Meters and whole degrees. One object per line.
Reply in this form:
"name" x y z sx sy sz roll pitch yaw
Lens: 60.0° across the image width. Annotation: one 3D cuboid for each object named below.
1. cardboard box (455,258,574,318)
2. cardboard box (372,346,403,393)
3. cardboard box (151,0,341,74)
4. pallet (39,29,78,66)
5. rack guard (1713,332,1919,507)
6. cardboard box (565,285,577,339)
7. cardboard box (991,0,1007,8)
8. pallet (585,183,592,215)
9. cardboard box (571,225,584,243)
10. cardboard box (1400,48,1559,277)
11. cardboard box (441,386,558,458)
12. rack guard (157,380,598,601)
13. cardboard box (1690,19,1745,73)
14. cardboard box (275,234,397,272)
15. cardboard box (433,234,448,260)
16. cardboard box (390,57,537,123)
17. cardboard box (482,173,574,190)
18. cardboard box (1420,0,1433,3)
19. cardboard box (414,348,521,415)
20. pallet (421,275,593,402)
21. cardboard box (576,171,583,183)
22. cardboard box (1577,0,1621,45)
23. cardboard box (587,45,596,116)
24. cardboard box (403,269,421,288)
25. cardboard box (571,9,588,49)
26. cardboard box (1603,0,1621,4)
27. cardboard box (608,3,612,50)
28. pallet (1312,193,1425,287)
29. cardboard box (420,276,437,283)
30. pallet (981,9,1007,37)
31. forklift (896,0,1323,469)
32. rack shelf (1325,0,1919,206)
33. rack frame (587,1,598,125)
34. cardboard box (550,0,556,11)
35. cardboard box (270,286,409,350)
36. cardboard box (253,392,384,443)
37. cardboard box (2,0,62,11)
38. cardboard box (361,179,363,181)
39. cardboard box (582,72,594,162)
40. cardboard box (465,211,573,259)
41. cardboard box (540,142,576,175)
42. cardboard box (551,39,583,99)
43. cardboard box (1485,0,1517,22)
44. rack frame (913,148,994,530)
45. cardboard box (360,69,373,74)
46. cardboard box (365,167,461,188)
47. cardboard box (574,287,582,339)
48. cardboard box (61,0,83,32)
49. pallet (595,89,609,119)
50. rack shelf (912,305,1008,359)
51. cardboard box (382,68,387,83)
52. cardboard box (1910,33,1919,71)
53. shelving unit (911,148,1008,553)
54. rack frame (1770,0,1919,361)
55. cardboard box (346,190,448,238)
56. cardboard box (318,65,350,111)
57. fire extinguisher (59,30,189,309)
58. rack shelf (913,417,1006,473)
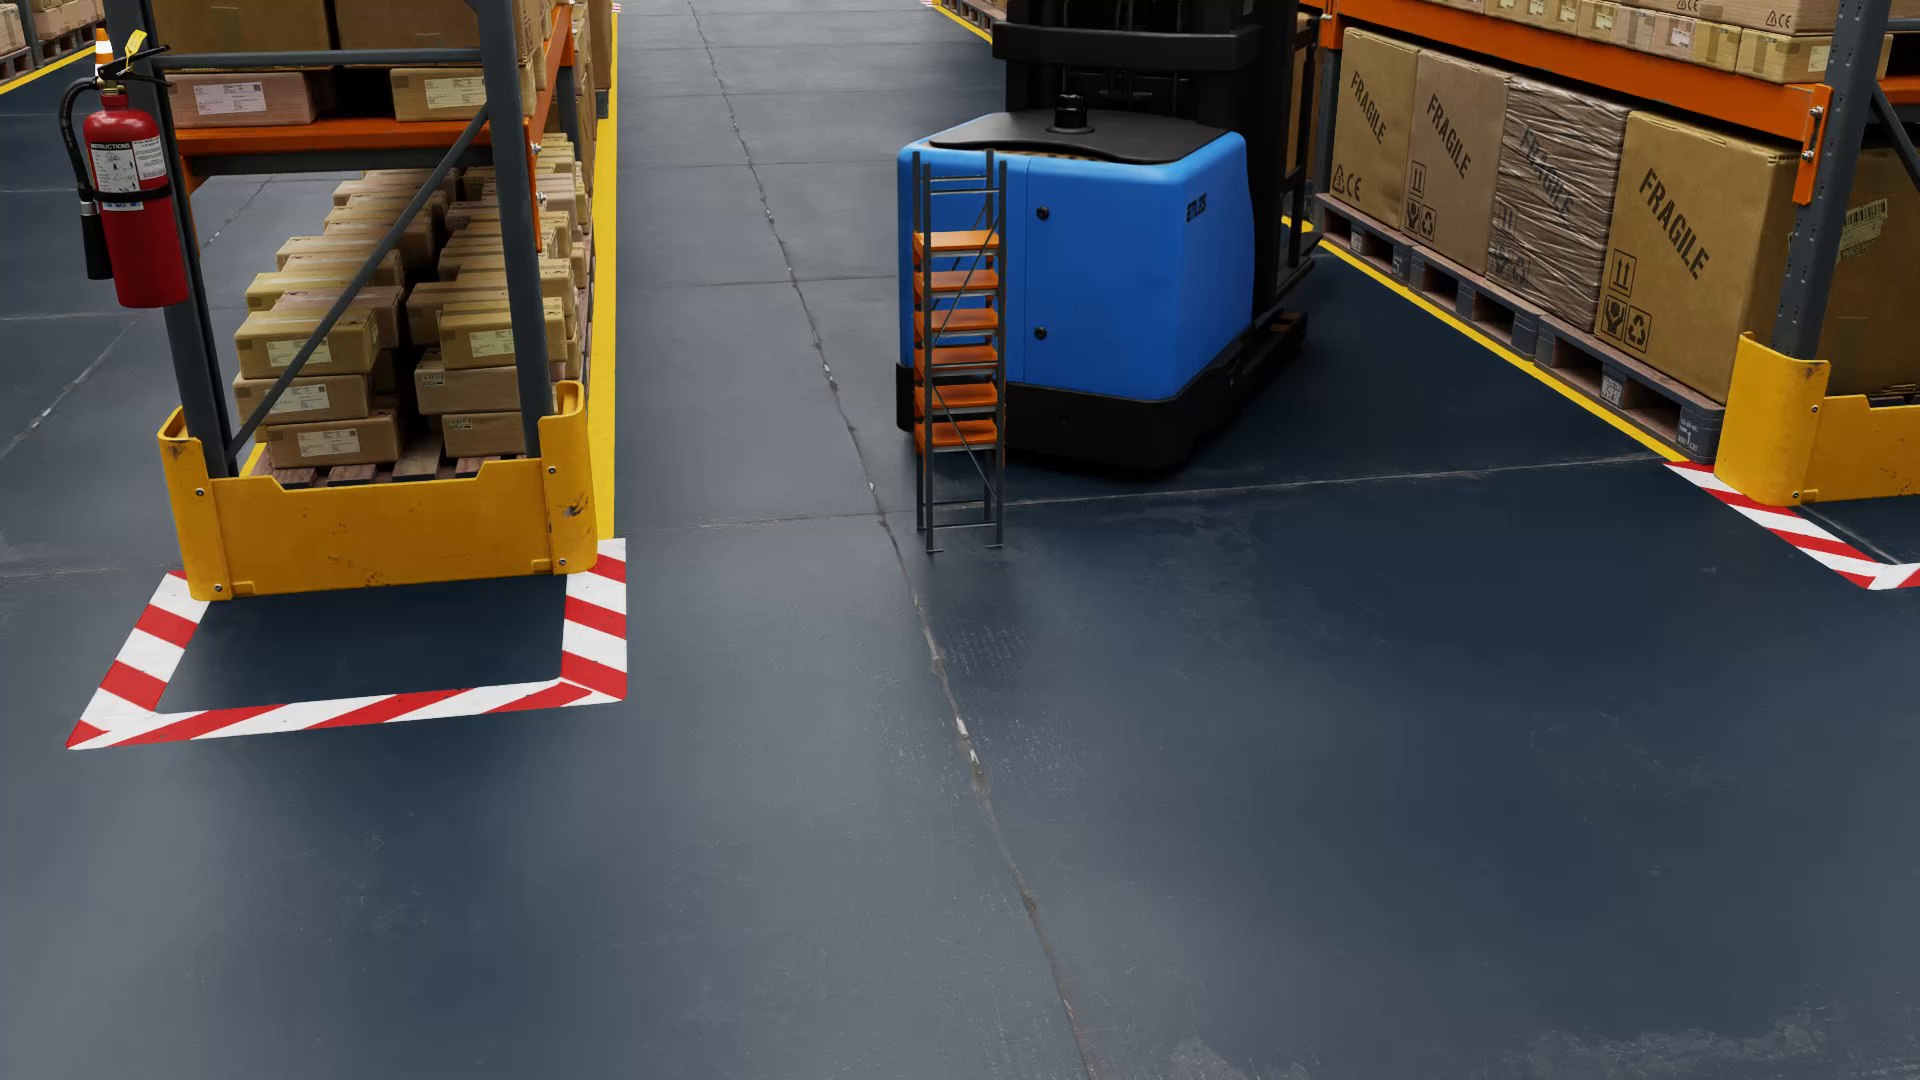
"cardboard box" -1.545 -0.870 5.789 0.380 0.149 0.250 -4 24 -10
"cardboard box" -2.066 -0.588 5.514 0.380 0.149 0.250 -5 24 -11
"cardboard box" -2.029 -1.612 4.697 0.500 0.500 0.500 -4 24 -9
"pallet" -8.916 -4.570 15.450 1.003 0.211 1.213 -4 24 -10
"rack guard" 3.205 -0.445 5.644 1.175 0.500 0.348 -4 24 -10
"cardboard box" -1.605 -0.830 6.069 0.380 0.149 0.250 -4 24 -8
"cardboard box" 0.642 -5.990 17.816 0.500 0.500 0.500 -6 24 -14
"pallet" -2.578 -1.874 9.277 1.003 0.211 1.213 -4 24 -10
"cardboard box" -1.947 -1.395 7.734 0.380 0.149 0.250 -5 24 -12
"cardboard box" 2.671 -1.772 7.690 0.875 0.875 0.875 -4 24 -10
"cardboard box" -1.475 -0.388 5.428 0.380 0.149 0.250 -4 24 -9
"rack guard" -1.707 -0.157 4.984 1.175 0.500 0.348 -4 24 -10
"cardboard box" 2.761 -1.702 5.714 0.380 0.149 0.250 -4 24 -9
"cardboard box" -2.292 -1.024 6.141 0.380 0.149 0.250 -3 24 -8
"cardboard box" -2.389 -1.299 7.143 0.380 0.149 0.250 -3 24 -7
"cardboard box" -1.430 -1.309 4.813 0.380 0.149 0.250 -4 24 -10
"cardboard box" -1.859 -1.481 7.187 0.380 0.149 0.250 -5 24 -12
"cardboard box" 2.337 -2.607 7.785 0.380 0.149 0.250 -5 24 -11
"cardboard box" -1.537 -0.520 5.358 0.380 0.149 0.250 -3 24 -8
"pallet" -2.044 -0.825 6.876 1.003 0.211 1.213 -4 24 -10
"cardboard box" -1.999 -1.662 7.973 0.380 0.149 0.250 -5 24 -12
"cardboard box" 2.621 -2.002 6.400 0.380 0.149 0.250 -5 24 -11
"cardboard box" -2.701 -3.022 11.020 0.500 0.500 0.500 -3 24 -8
"cardboard box" -2.306 -0.990 6.435 0.380 0.149 0.250 -3 24 -7
"cardboard box" -2.605 -3.161 10.402 0.500 0.250 0.500 -4 24 -9
"cardboard box" 2.663 -2.238 6.442 0.500 0.250 0.500 -5 24 -12
"cardboard box" -3.534 -4.537 14.176 1.050 0.750 0.750 -4 24 -10
"pallet" 2.525 -1.590 8.627 1.003 0.211 1.213 -4 24 -10
"cardboard box" -2.277 -0.960 6.737 0.380 0.149 0.250 -4 24 -8
"pallet" 0.823 -5.303 17.129 1.003 0.211 1.213 -4 24 -10
"forklift" 0.837 -2.142 6.492 1.130 2.935 3.031 10 26 22
"rack shelf" 2.831 -2.057 7.110 1.077 0.370 4.000 -4 24 -10
"rack frame" -3.172 -4.419 11.620 1.000 3.000 0.127 -4 24 -10
"cardboard box" -2.004 -2.433 7.386 0.380 0.149 0.250 -3 24 -8
"cardboard box" -2.029 -0.723 5.453 0.380 0.149 0.250 -4 24 -9
"cardboard box" -2.142 -0.444 5.555 0.380 0.149 0.250 -4 24 -8
"cardboard box" -8.601 -5.114 15.186 0.500 0.500 0.500 -3 24 -7
"cardboard box" -2.680 -1.702 8.064 0.380 0.149 0.250 -3 24 -7
"cardboard box" -2.408 -2.411 9.621 0.500 0.500 0.500 -3 24 -7
"cardboard box" -1.718 -1.178 6.494 0.380 0.149 0.250 -4 24 -9
"cardboard box" -2.024 -1.786 7.886 0.380 0.149 0.250 -4 24 -9
"cardboard box" -2.309 -2.546 8.994 0.500 0.250 0.500 -5 24 -12
"cardboard box" 2.479 -2.304 7.091 0.380 0.149 0.250 -5 24 -11
"rack frame" -0.020 -0.592 5.105 0.240 1.200 0.006 -4 24 -10
"cardboard box" -2.191 -1.667 5.633 0.380 0.149 0.250 -5 24 -12
"cardboard box" -2.484 -1.645 7.562 0.380 0.149 0.250 -5 24 -10
"cardboard box" -1.697 -0.889 6.574 0.380 0.149 0.250 -5 24 -12
"cardboard box" -8.711 -4.980 15.815 0.500 0.250 0.500 -3 24 -7
"pallet" -3.244 -3.457 12.901 1.003 0.211 1.213 -4 24 -10
"rack shelf" -0.003 -0.625 4.993 0.258 0.103 0.180 -4 24 -10
"cardboard box" -1.698 -1.608 5.497 0.380 0.149 0.250 -3 24 -7
"cardboard box" 3.459 -1.649 5.591 0.380 0.149 0.250 -4 24 -9
"shelving unit" -0.003 -0.556 5.023 0.258 1.200 0.189 -4 24 -10
"rack frame" 3.201 -1.600 5.165 1.000 3.000 0.127 -4 24 -10
"cardboard box" -2.315 -1.337 6.857 0.380 0.149 0.250 -5 24 -12
"cardboard box" -2.040 -1.365 4.942 0.380 0.149 0.250 -4 24 -10
"fire extinguisher" -2.099 -0.933 4.200 0.296 0.674 0.183 -4 24 -10
"rack shelf" -0.003 -0.295 5.137 0.258 0.103 0.180 -4 24 -10
